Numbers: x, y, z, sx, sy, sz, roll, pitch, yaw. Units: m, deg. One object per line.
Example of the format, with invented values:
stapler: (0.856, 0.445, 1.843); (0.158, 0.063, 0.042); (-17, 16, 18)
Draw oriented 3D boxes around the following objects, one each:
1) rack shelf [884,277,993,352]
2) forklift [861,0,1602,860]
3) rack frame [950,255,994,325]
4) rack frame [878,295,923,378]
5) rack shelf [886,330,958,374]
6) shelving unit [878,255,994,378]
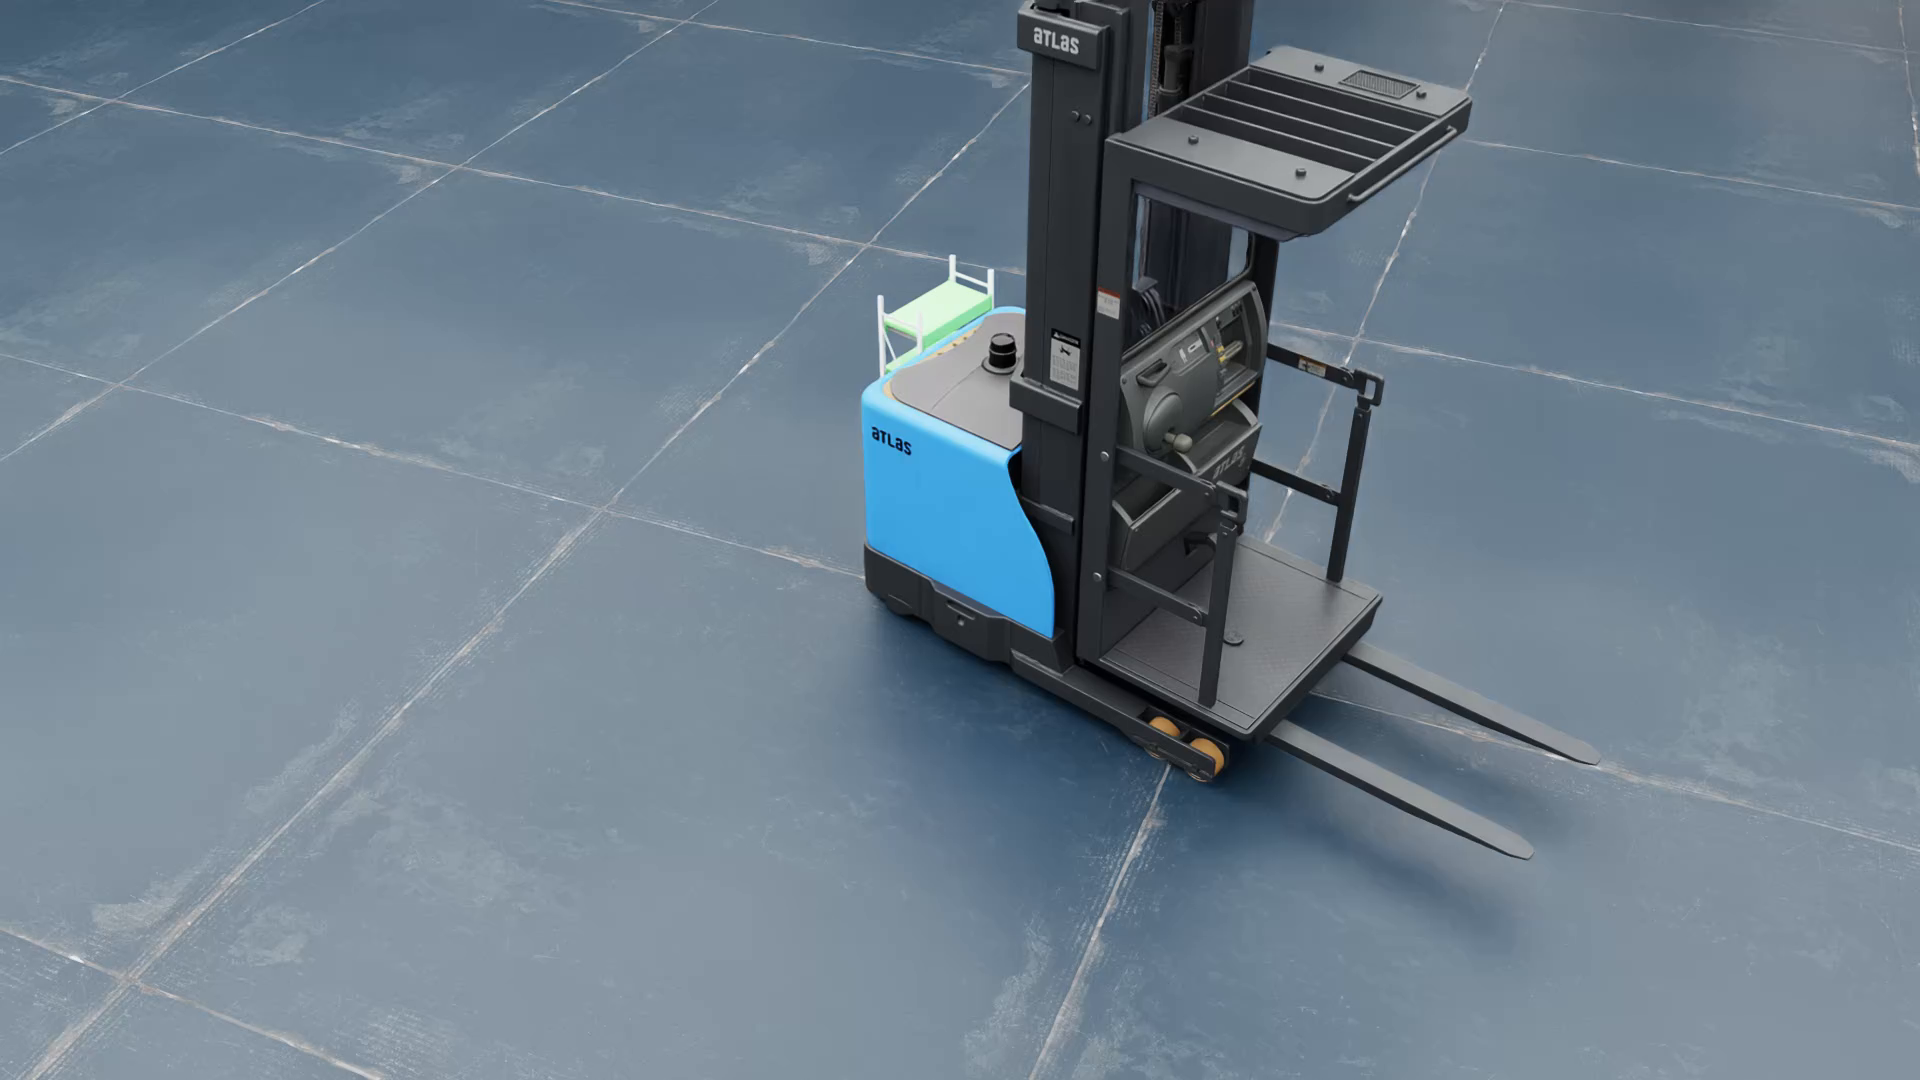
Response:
rack shelf: (-0.102, -0.971, 7.352); (0.258, 0.148, 0.480); (26, 44, 30)
forklift: (1.042, -0.593, 6.095); (3.031, 2.935, 1.130); (26, 44, 30)
rack frame: (0.053, -0.751, 7.752); (0.240, 1.200, 0.015); (26, 44, 30)
rack frame: (-0.254, -0.524, 7.448); (0.240, 1.200, 0.015); (26, 44, 30)
rack shelf: (-0.101, -0.779, 7.495); (0.258, 0.148, 0.480); (26, 44, 30)
shelving unit: (-0.101, -0.638, 7.600); (0.258, 1.200, 0.503); (26, 44, 30)
